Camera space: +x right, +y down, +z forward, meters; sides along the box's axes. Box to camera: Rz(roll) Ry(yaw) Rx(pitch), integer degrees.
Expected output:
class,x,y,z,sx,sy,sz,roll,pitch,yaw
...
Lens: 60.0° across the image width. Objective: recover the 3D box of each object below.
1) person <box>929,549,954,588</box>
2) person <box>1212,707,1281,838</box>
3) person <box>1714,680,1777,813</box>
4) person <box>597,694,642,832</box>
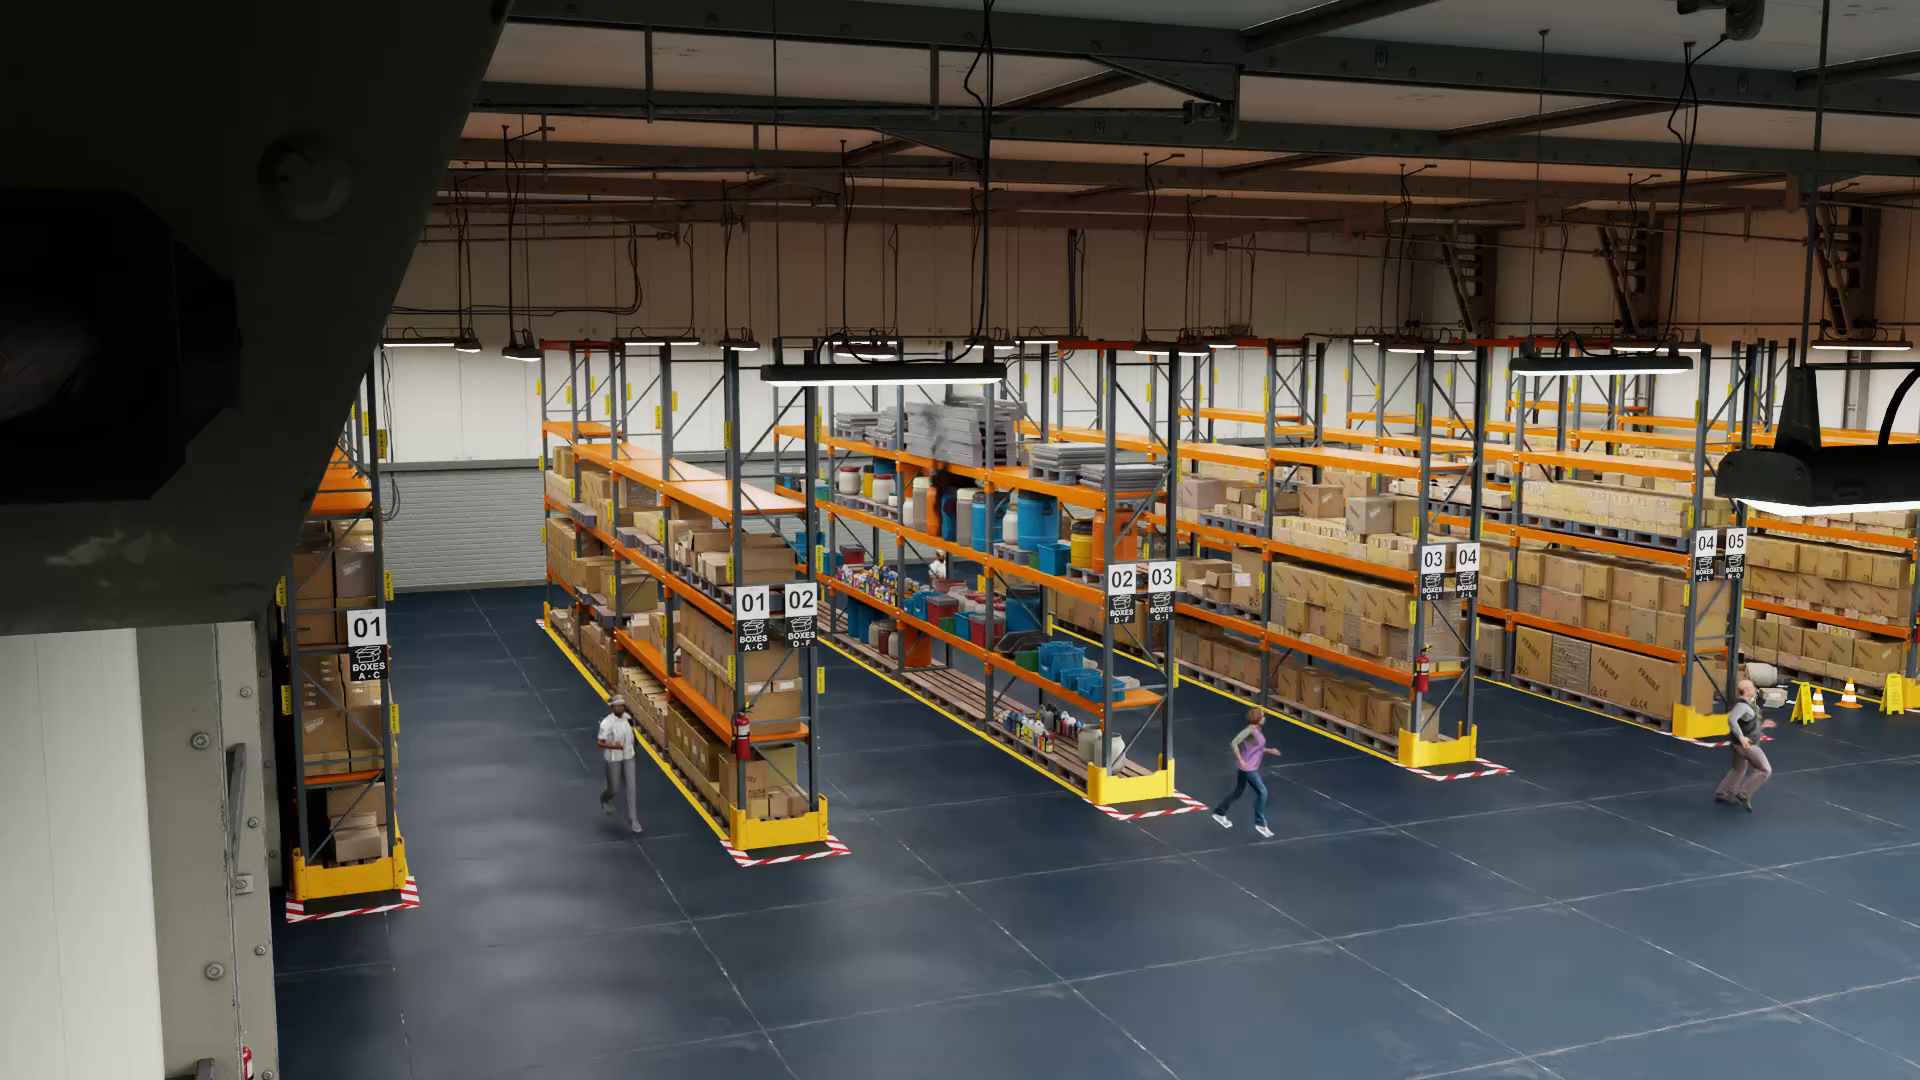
class,x,y,z,sx,sy,sz,roll,pitch,yaw
person,-0.393,1.034,34.556,0.583,1.726,0.746,-4,8,-28
person,3.557,2.868,20.657,0.830,1.625,0.472,2,8,13
person,10.232,2.678,21.630,0.703,1.726,0.630,2,8,13
person,-4.294,2.761,20.945,0.579,1.699,0.923,-6,9,-36
